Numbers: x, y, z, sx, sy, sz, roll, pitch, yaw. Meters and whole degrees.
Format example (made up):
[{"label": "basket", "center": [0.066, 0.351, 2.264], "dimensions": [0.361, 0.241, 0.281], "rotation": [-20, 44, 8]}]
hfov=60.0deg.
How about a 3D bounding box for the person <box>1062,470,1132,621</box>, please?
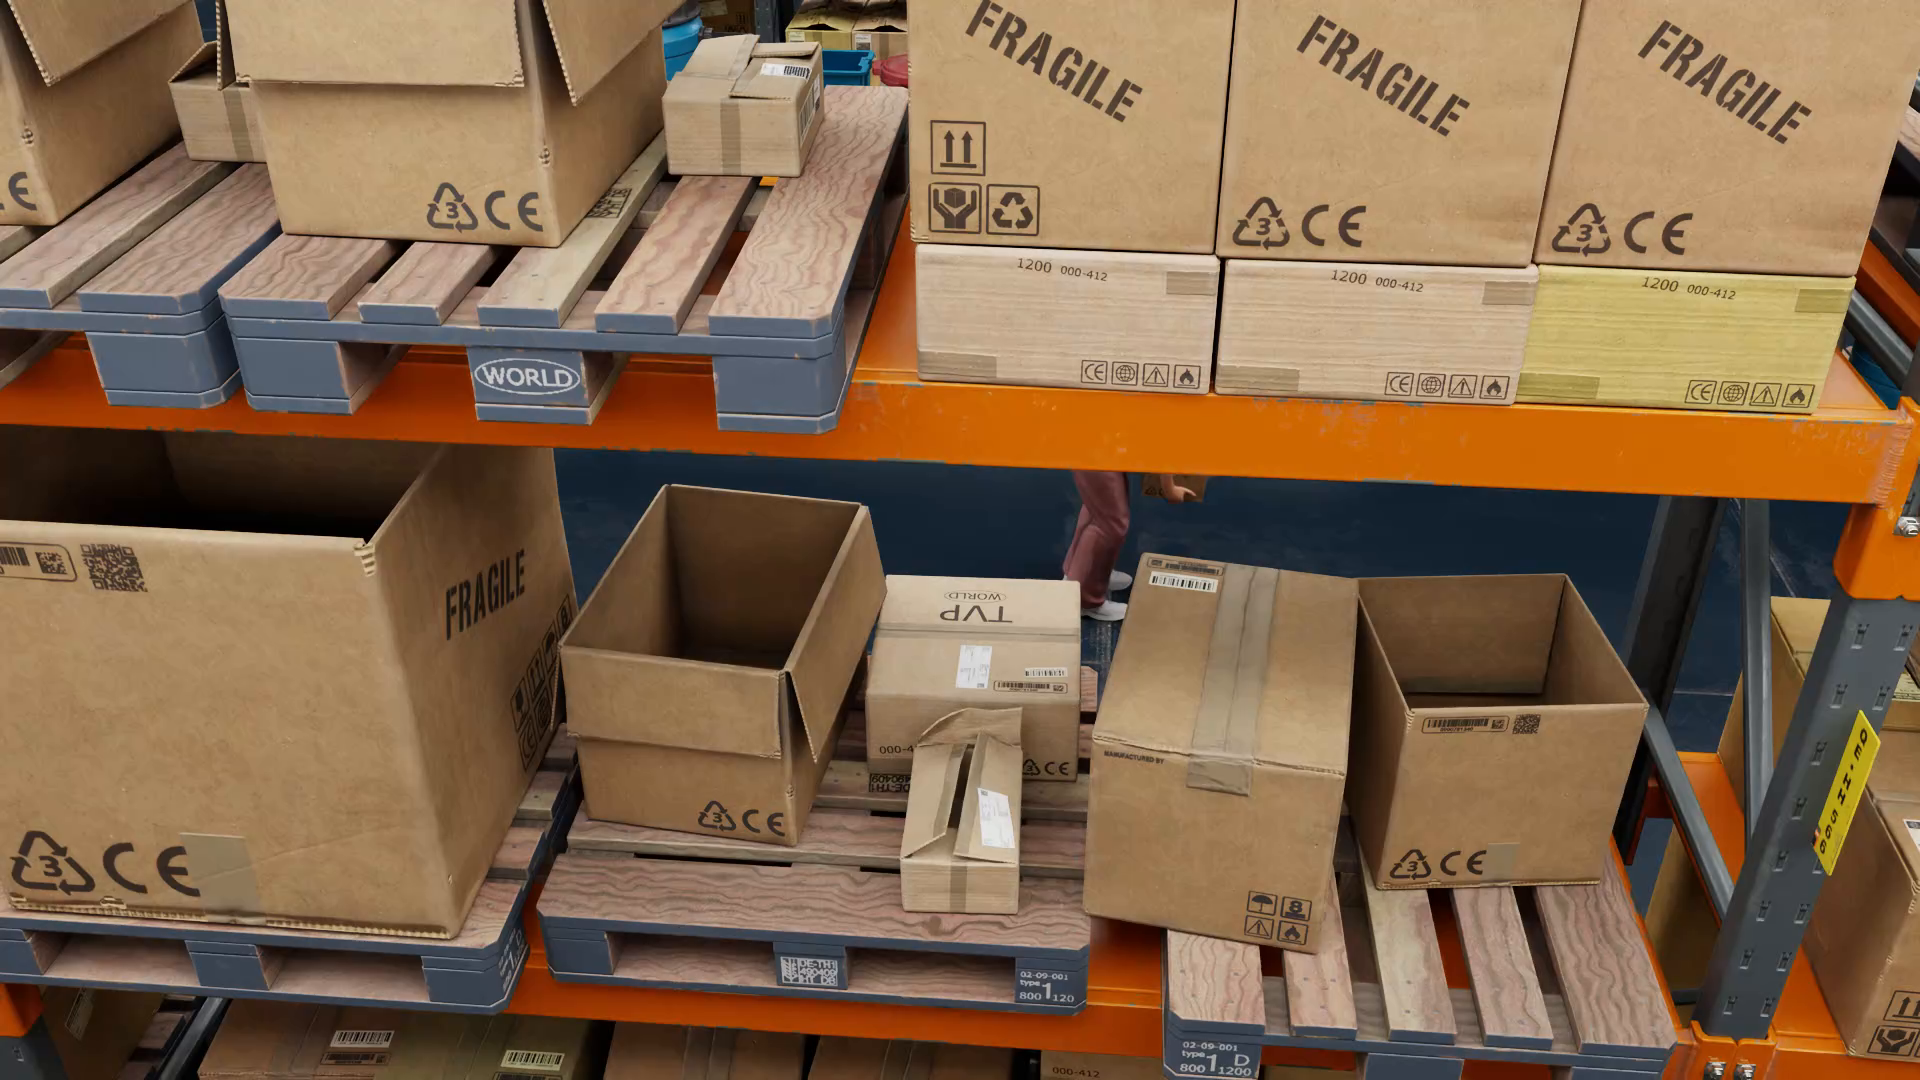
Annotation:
[{"label": "person", "center": [0.631, -0.441, 6.859], "dimensions": [0.550, 1.657, 0.425], "rotation": [3, 32, 5]}]
